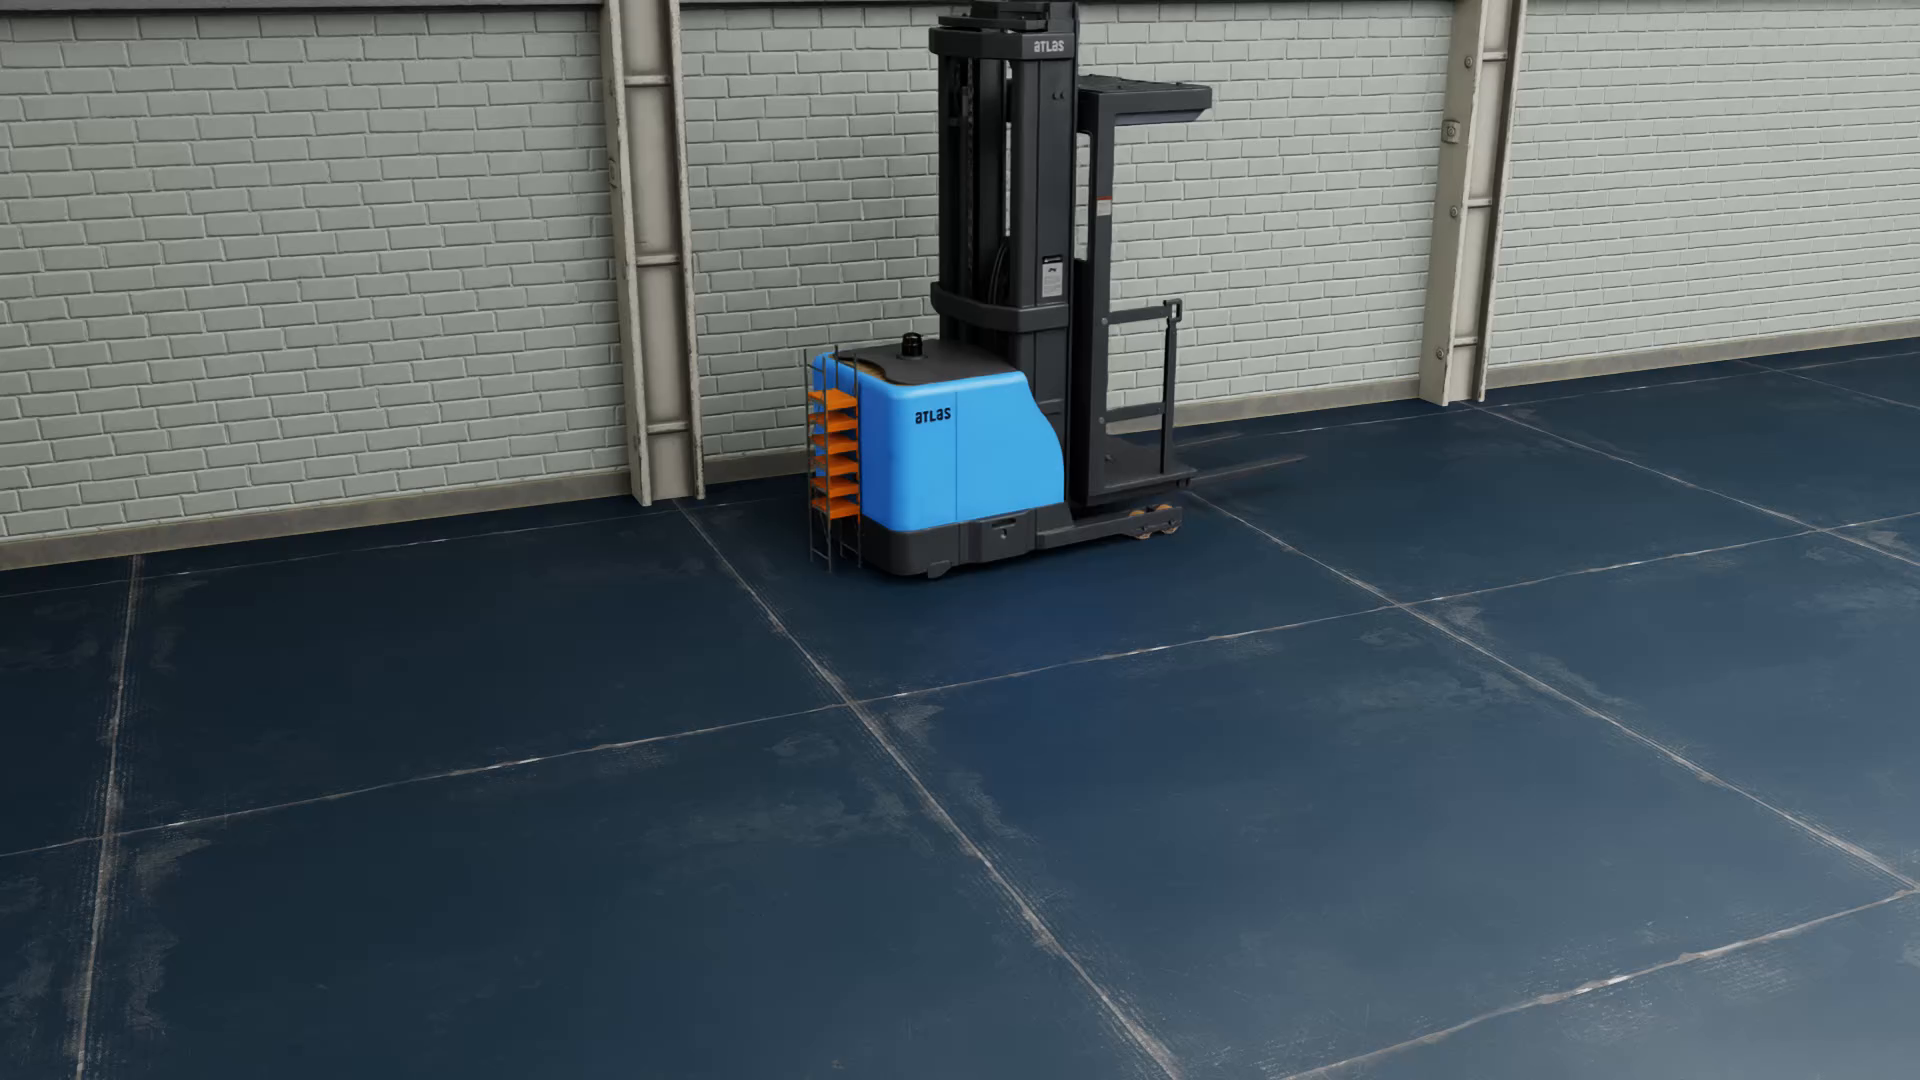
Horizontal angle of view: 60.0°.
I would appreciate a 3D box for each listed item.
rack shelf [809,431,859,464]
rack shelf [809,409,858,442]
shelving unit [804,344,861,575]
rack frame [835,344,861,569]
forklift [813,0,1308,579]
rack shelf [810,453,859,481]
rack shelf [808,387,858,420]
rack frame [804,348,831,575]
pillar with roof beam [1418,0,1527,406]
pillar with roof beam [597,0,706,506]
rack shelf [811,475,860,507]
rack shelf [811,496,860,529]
[{"bbox_3d":[-0.682,-0.498,8.903,0.180,0.103,0.258,-11,22,-29],"label":"rack shelf"},{"bbox_3d":[-0.682,-0.611,8.863,0.180,0.103,0.258,-11,22,-29],"label":"rack shelf"},{"bbox_3d":[-0.682,-0.427,8.928,0.189,1.200,0.258,-11,22,-29],"label":"shelving unit"},{"bbox_3d":[-0.604,-0.443,8.973,0.006,1.200,0.240,-11,22,-29],"label":"rack frame"},{"bbox_3d":[0.695,-1.522,9.432,3.031,2.935,1.130,-11,22,-29],"label":"forklift"},{"bbox_3d":[-0.682,-0.385,8.943,0.180,0.103,0.258,-11,22,-29],"label":"rack shelf"},{"bbox_3d":[-0.682,-0.725,8.823,0.180,0.103,0.258,-11,22,-29],"label":"rack shelf"},{"bbox_3d":[-0.760,-0.411,8.883,0.006,1.200,0.240,-11,22,-29],"label":"rack frame"},{"bbox_3d":[5.406,-3.999,7.329,0.400,9.000,9.100,-8,21,-22],"label":"pillar with roof beam"},{"bbox_3d":[-0.103,-3.209,5.088,0.400,9.000,9.100,-8,21,-22],"label":"pillar with roof beam"},{"bbox_3d":[-0.682,-0.272,8.983,0.180,0.103,0.258,-11,22,-29],"label":"rack shelf"},{"bbox_3d":[-0.682,-0.159,9.022,0.180,0.103,0.258,-11,22,-29],"label":"rack shelf"}]
